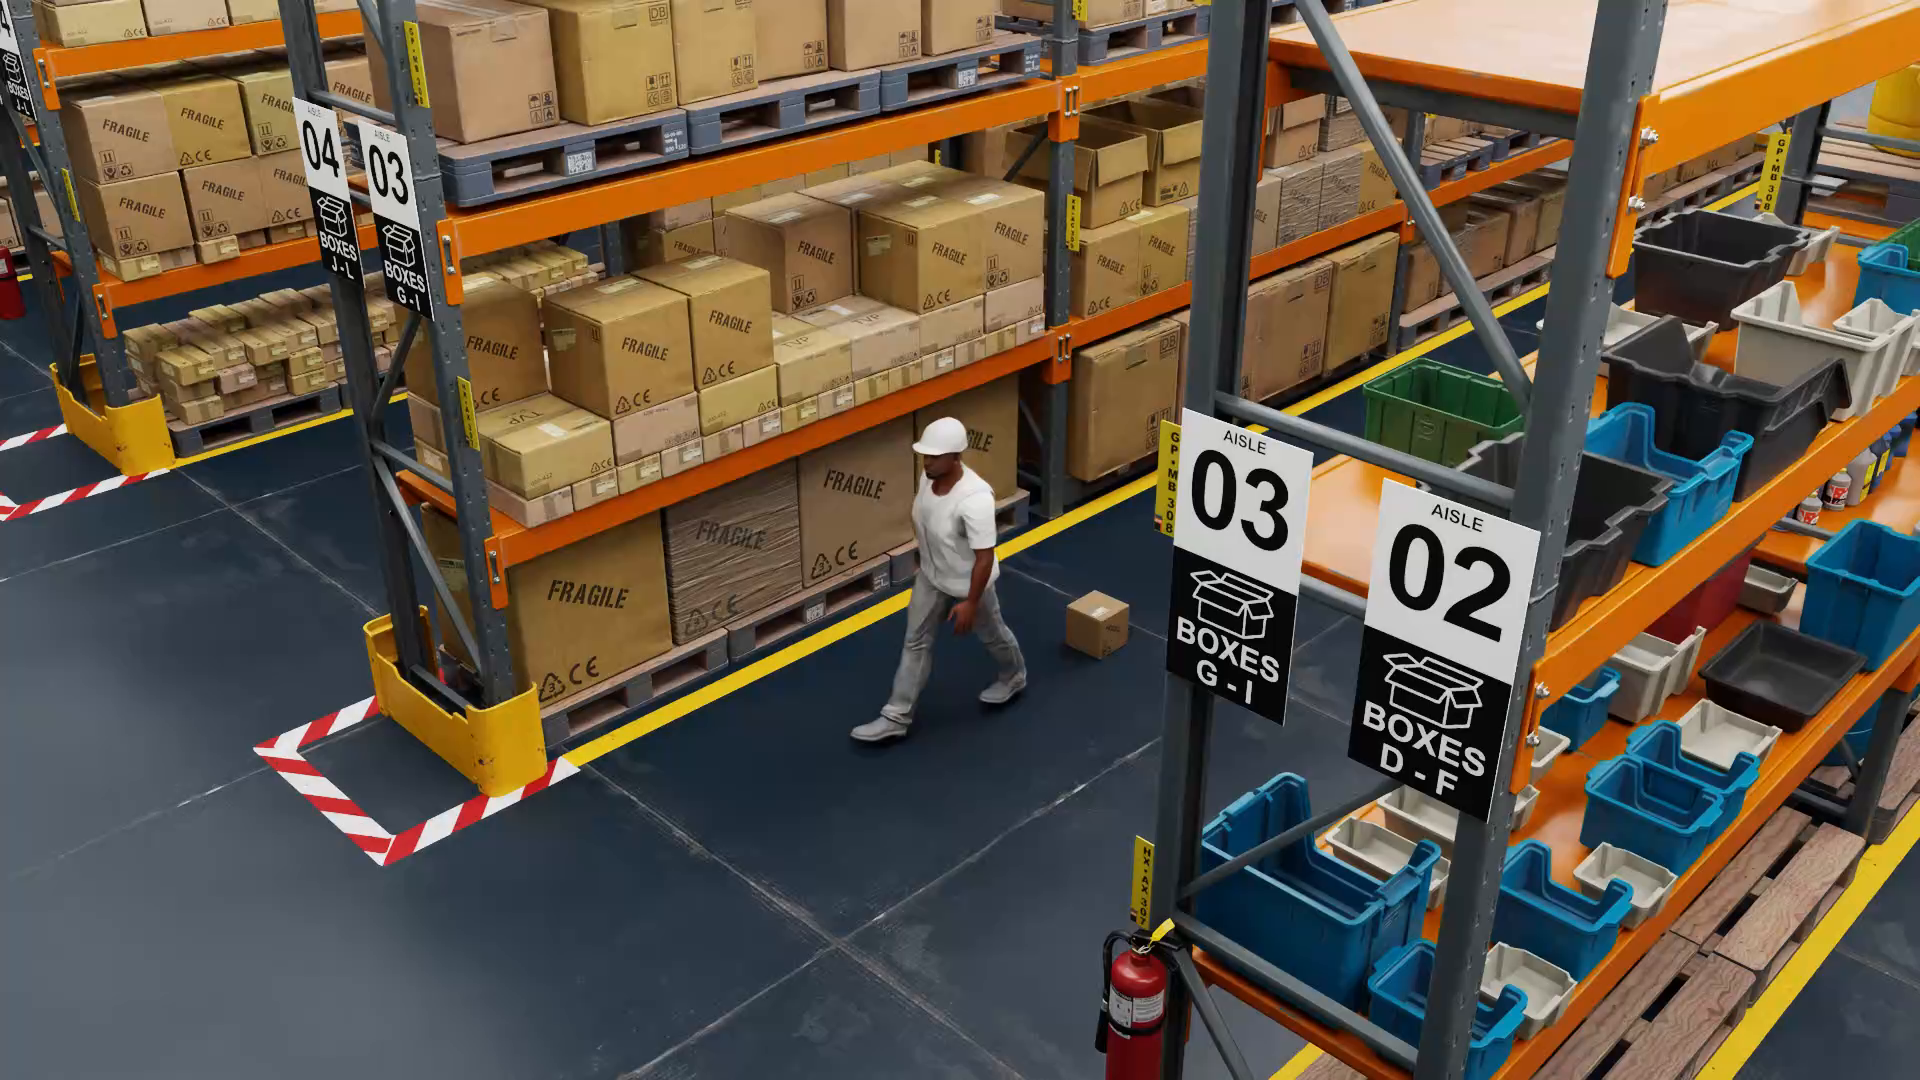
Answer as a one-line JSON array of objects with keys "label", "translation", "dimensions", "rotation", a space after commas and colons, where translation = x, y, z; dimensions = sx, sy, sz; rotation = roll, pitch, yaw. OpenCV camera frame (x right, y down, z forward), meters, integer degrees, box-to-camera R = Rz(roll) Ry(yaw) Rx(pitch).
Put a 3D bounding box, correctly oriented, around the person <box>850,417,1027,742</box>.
[{"label": "person", "translation": [-0.057, 0.184, 8.237], "dimensions": [1.052, 1.698, 0.603], "rotation": [-23, 35, -36]}]
